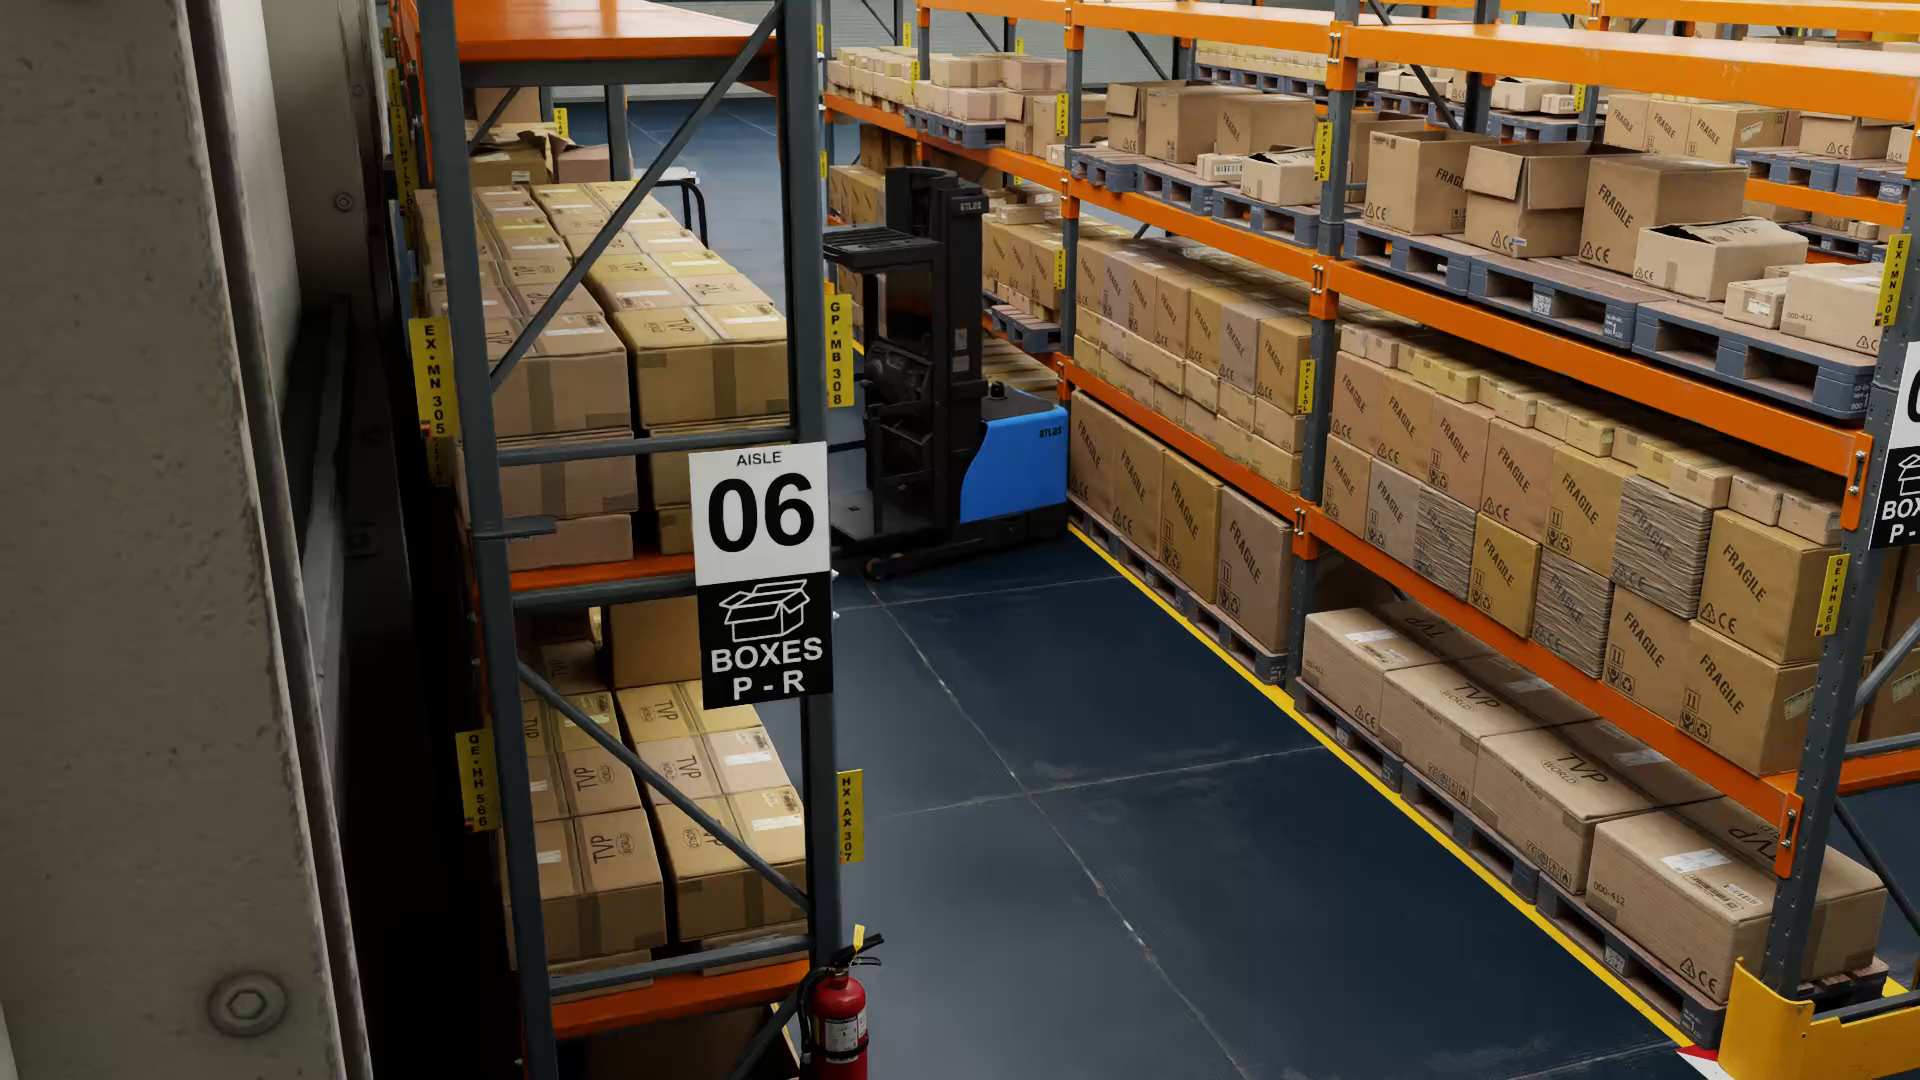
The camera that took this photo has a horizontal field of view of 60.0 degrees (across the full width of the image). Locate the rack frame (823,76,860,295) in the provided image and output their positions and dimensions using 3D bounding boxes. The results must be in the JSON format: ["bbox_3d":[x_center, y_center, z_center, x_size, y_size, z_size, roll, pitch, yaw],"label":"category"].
[{"bbox_3d":[-1.188,-4.320,21.007,1.000,3.000,0.127,-6,21,-17],"label":"rack frame"}]

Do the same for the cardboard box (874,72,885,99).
[{"bbox_3d":[-0.631,-4.958,18.127,0.500,0.250,0.500,-7,21,-18],"label":"cardboard box"}]

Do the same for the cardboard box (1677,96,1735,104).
[{"bbox_3d":[6.139,-3.728,13.641,0.396,0.266,0.258,-6,21,-17],"label":"cardboard box"}]

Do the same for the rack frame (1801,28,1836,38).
[{"bbox_3d":[12.922,-8.723,24.389,1.000,3.000,0.127,-6,21,-17],"label":"rack frame"}]

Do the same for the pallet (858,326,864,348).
[{"bbox_3d":[-0.562,-2.328,19.586,1.003,0.211,1.213,-6,21,-17],"label":"pallet"}]

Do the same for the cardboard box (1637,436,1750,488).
[{"bbox_3d":[3.235,-0.340,7.340,0.380,0.149,0.250,-6,21,-16],"label":"cardboard box"}]

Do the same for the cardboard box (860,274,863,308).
[{"bbox_3d":[-0.870,-2.952,19.534,0.500,0.500,0.500,-6,21,-16],"label":"cardboard box"}]

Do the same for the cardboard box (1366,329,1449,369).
[{"bbox_3d":[2.533,-1.083,9.407,0.380,0.149,0.250,-6,21,-16],"label":"cardboard box"}]

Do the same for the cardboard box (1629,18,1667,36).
[{"bbox_3d":[8.947,-6.737,21.970,0.500,0.500,0.500,-6,21,-17],"label":"cardboard box"}]

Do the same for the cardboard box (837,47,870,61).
[{"bbox_3d":[-1.270,-5.853,20.030,0.380,0.149,0.250,-7,21,-18],"label":"cardboard box"}]

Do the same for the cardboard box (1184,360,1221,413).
[{"bbox_3d":[1.882,-1.075,11.454,0.500,0.250,0.500,-6,21,-16],"label":"cardboard box"}]

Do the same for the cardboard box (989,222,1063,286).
[{"bbox_3d":[0.587,-2.581,14.954,0.500,0.500,0.500,-8,21,-21],"label":"cardboard box"}]

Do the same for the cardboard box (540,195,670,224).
[{"bbox_3d":[-1.572,-1.359,7.367,0.500,0.250,0.500,-7,21,-18],"label":"cardboard box"}]

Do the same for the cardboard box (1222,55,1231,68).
[{"bbox_3d":[3.522,-6.029,20.930,0.380,0.149,0.250,-6,21,-17],"label":"cardboard box"}]

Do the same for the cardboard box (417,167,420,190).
[{"bbox_3d":[-3.237,-2.277,10.514,0.380,0.149,0.250,-7,21,-18],"label":"cardboard box"}]

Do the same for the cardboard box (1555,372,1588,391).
[{"bbox_3d":[3.325,-0.810,8.648,0.380,0.149,0.250,-7,21,-18],"label":"cardboard box"}]

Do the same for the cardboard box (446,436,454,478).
[{"bbox_3d":[-1.440,-0.415,5.479,0.500,0.250,0.500,-6,21,-17],"label":"cardboard box"}]

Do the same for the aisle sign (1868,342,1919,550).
[{"bbox_3d":[3.570,-0.353,6.116,0.394,0.787,0.004,-6,21,-17],"label":"aisle sign"}]

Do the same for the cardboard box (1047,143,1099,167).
[{"bbox_3d":[0.943,-3.204,13.834,0.380,0.149,0.250,-6,21,-17],"label":"cardboard box"}]

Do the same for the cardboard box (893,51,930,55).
[{"bbox_3d":[-0.558,-5.579,19.266,0.380,0.149,0.250,-6,21,-17],"label":"cardboard box"}]

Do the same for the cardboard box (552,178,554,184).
[{"bbox_3d":[-1.956,-1.839,8.825,0.380,0.149,0.250,-6,21,-16],"label":"cardboard box"}]

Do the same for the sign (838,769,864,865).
[{"bbox_3d":[-0.355,0.878,5.255,0.100,0.325,0.005,-6,21,-17],"label":"sign"}]

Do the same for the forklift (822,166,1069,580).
[{"bbox_3d":[-0.649,-1.281,12.647,3.031,2.935,1.130,-12,23,-30],"label":"forklift"}]

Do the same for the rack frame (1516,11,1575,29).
[{"bbox_3d":[8.220,-8.196,22.924,1.000,3.000,0.127,-6,21,-17],"label":"rack frame"}]

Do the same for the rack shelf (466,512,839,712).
[{"bbox_3d":[-1.498,-0.372,6.642,1.077,0.370,4.000,-6,21,-17],"label":"rack shelf"}]

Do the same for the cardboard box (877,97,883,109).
[{"bbox_3d":[-0.715,-4.905,18.570,0.380,0.149,0.250,-7,21,-18],"label":"cardboard box"}]

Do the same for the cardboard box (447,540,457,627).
[{"bbox_3d":[-3.216,0.249,11.364,0.500,0.500,0.500,-5,20,-14],"label":"cardboard box"}]

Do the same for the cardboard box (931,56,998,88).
[{"bbox_3d":[0.039,-4.422,15.713,0.500,0.250,0.500,-7,21,-18],"label":"cardboard box"}]

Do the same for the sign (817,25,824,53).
[{"bbox_3d":[-1.703,-6.086,20.191,0.100,0.325,0.005,-6,21,-17],"label":"sign"}]

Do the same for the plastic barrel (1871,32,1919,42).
[{"bbox_3d":[13.401,-7.245,23.813,0.600,0.588,0.600,0,20,0],"label":"plastic barrel"}]

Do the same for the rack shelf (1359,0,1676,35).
[{"bbox_3d":[5.366,-5.250,16.376,1.077,0.370,4.000,-6,21,-17],"label":"rack shelf"}]

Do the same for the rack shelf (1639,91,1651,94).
[{"bbox_3d":[8.849,-5.804,21.766,1.077,0.370,4.000,-6,21,-17],"label":"rack shelf"}]

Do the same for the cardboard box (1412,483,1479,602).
[{"bbox_3d":[2.787,-0.016,8.875,0.500,0.500,0.500,-6,21,-17],"label":"cardboard box"}]

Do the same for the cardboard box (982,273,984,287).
[{"bbox_3d":[0.327,-2.484,15.645,0.380,0.149,0.250,-6,20,-15],"label":"cardboard box"}]

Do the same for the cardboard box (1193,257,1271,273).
[{"bbox_3d":[2.056,-1.809,12.387,0.500,0.500,0.500,-6,21,-17],"label":"cardboard box"}]

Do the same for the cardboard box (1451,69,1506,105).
[{"bbox_3d":[5.182,-4.543,16.272,0.500,0.500,0.500,-6,21,-17],"label":"cardboard box"}]

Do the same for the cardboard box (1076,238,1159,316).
[{"bbox_3d":[1.250,-2.086,13.161,0.500,0.500,0.500,-7,21,-19],"label":"cardboard box"}]

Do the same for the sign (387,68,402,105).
[{"bbox_3d":[-5.168,-4.141,15.188,0.100,0.325,0.005,-6,21,-17],"label":"sign"}]

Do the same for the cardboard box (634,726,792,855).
[{"bbox_3d":[-0.915,0.938,6.151,0.500,0.250,0.500,-6,21,-17],"label":"cardboard box"}]

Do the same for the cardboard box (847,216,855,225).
[{"bbox_3d":[-1.142,-3.811,19.962,0.380,0.149,0.250,-6,21,-16],"label":"cardboard box"}]

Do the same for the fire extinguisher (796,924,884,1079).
[{"bbox_3d":[-0.385,1.553,5.322,0.296,0.674,0.183,-6,21,-17],"label":"fire extinguisher"}]

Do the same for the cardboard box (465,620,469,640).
[{"bbox_3d":[-2.063,0.338,7.821,0.500,0.250,0.500,-7,21,-18],"label":"cardboard box"}]

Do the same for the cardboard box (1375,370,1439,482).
[{"bbox_3d":[2.657,-0.646,9.150,0.500,0.500,0.500,-7,21,-18],"label":"cardboard box"}]

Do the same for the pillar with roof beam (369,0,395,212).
[{"bbox_3d":[-6.220,-10.604,29.627,9.100,9.000,0.400,-6,21,-17],"label":"pillar with roof beam"}]

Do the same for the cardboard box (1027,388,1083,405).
[{"bbox_3d":[0.919,-1.132,15.397,0.950,0.372,0.625,-7,21,-18],"label":"cardboard box"}]

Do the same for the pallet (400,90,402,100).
[{"bbox_3d":[-5.314,-4.540,17.312,1.003,0.211,1.213,-6,21,-17],"label":"pallet"}]

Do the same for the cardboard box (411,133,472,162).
[{"bbox_3d":[-3.400,-2.582,10.923,0.380,0.149,0.250,-6,21,-17],"label":"cardboard box"}]

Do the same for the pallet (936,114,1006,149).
[{"bbox_3d":[0.491,-3.818,15.449,1.213,0.211,1.003,-6,21,-17],"label":"pallet"}]

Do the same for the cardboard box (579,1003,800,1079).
[{"bbox_3d":[-0.972,2.114,6.166,0.797,0.503,0.637,-7,21,-19],"label":"cardboard box"}]

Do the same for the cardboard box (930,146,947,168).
[{"bbox_3d":[-0.003,-4.025,18.117,0.700,0.500,0.500,-6,21,-17],"label":"cardboard box"}]

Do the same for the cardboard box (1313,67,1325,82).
[{"bbox_3d":[4.240,-5.297,18.891,0.380,0.149,0.250,-6,21,-16],"label":"cardboard box"}]

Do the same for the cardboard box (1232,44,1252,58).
[{"bbox_3d":[3.708,-6.098,20.531,0.500,0.250,0.500,-7,21,-18],"label":"cardboard box"}]

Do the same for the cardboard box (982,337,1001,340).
[{"bbox_3d":[0.140,-2.158,18.434,0.500,0.250,0.500,-7,21,-20],"label":"cardboard box"}]

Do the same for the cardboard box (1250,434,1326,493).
[{"bbox_3d":[2.204,-0.516,10.637,0.500,0.250,0.500,-7,21,-18],"label":"cardboard box"}]

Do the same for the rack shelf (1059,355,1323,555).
[{"bbox_3d":[1.955,-0.773,12.194,1.077,0.370,4.000,-6,21,-17],"label":"rack shelf"}]

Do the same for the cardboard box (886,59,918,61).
[{"bbox_3d":[-0.580,-5.116,17.979,0.380,0.149,0.250,-7,21,-18],"label":"cardboard box"}]

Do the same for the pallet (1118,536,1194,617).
[{"bbox_3d":[1.883,0.211,12.516,1.003,0.211,1.213,-6,21,-17],"label":"pallet"}]
